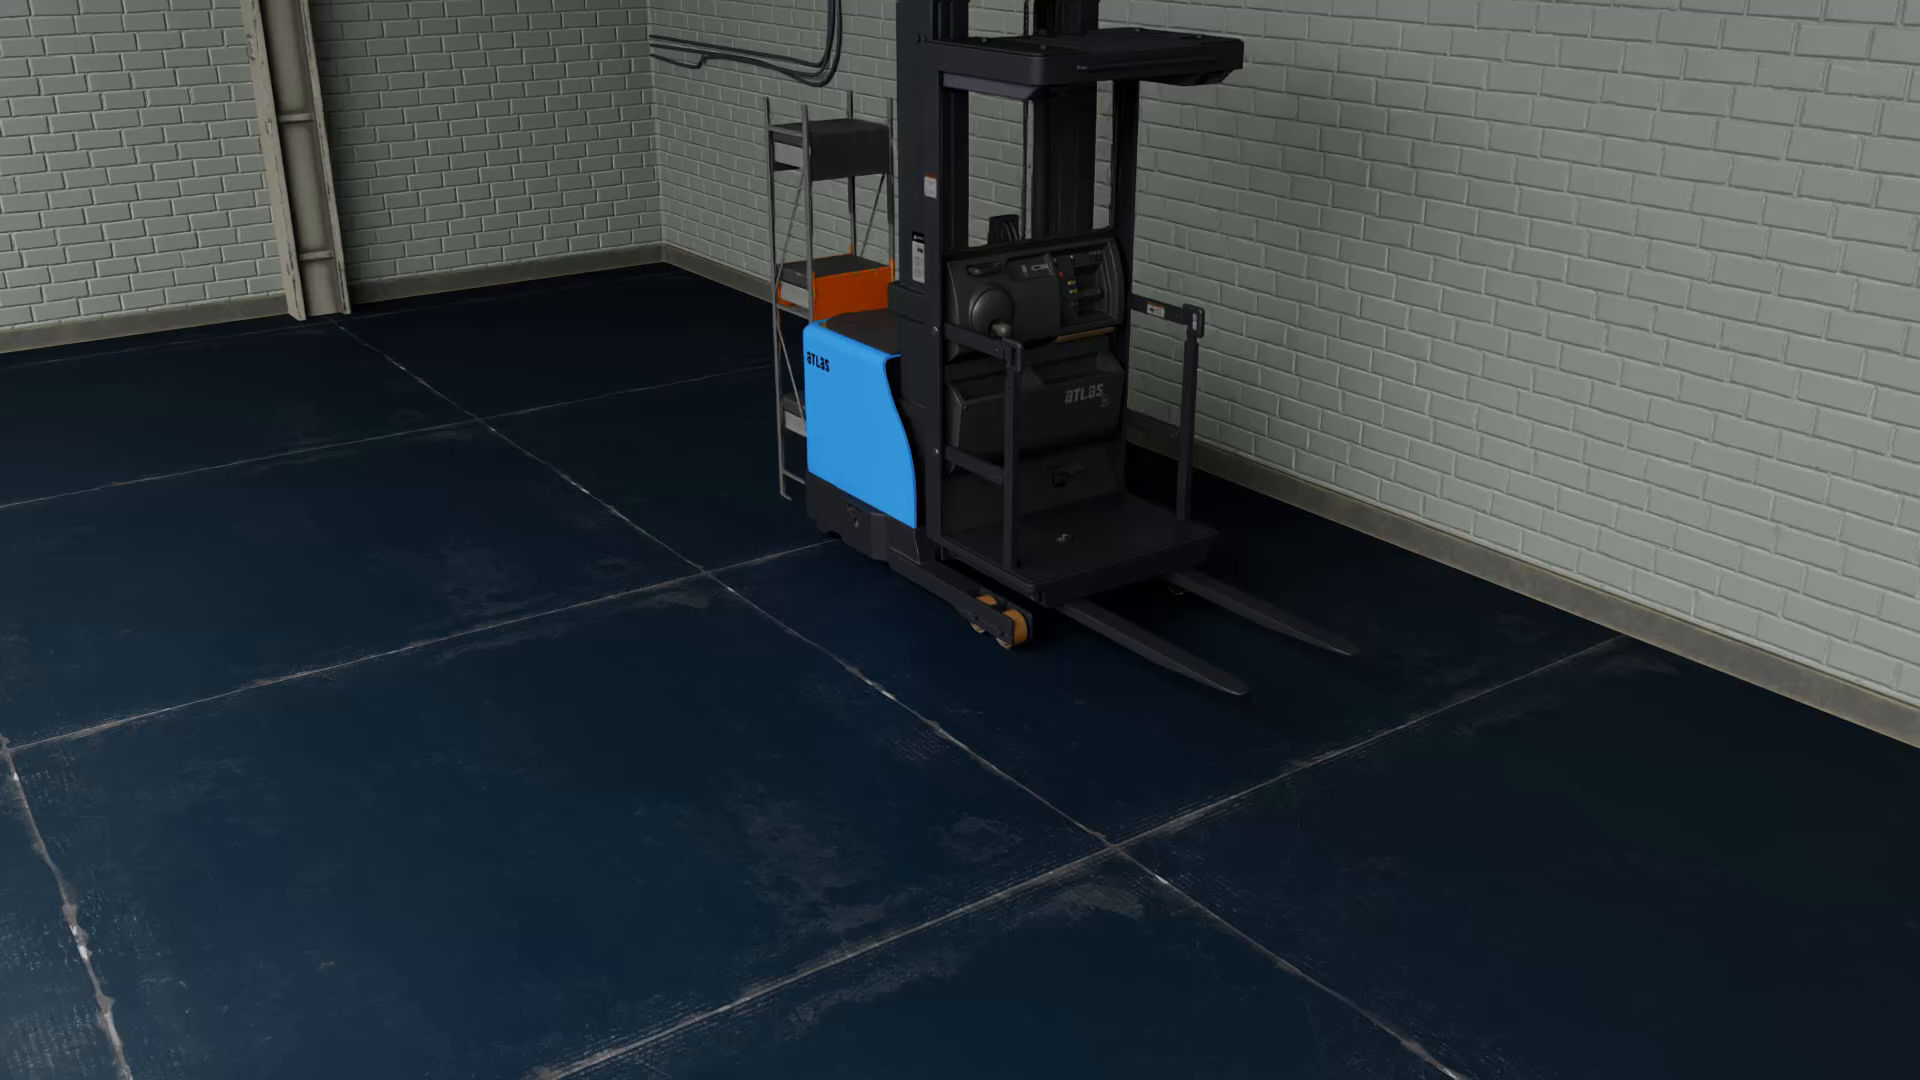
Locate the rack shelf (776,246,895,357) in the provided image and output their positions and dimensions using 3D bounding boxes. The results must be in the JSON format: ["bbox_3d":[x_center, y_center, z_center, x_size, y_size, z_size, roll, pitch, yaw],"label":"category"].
[{"bbox_3d":[-0.652,-1.200,8.607,0.480,0.518,0.431,-15,26,-33],"label":"rack shelf"}]

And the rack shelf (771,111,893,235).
[{"bbox_3d":[-0.652,-1.850,8.348,0.480,0.518,0.431,-15,26,-33],"label":"rack shelf"}]

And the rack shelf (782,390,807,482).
[{"bbox_3d":[-0.652,-0.550,8.866,0.480,0.518,0.431,-15,26,-33],"label":"rack shelf"}]

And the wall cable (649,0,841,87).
[{"bbox_3d":[-1.750,-4.720,12.272,0.112,2.526,3.097,-15,26,-33],"label":"wall cable"}]

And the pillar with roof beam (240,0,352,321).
[{"bbox_3d":[-2.399,-4.627,7.850,0.400,9.000,9.100,-15,26,-33],"label":"pillar with roof beam"}]

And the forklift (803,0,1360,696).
[{"bbox_3d":[0.467,-1.095,7.186,1.130,2.935,3.031,-15,26,-32],"label":"forklift"}]

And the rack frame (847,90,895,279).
[{"bbox_3d":[-0.454,-1.266,8.735,0.015,2.100,0.400,-15,26,-33],"label":"rack frame"}]

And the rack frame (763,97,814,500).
[{"bbox_3d":[-0.850,-1.160,8.469,0.015,2.100,0.400,-15,26,-33],"label":"rack frame"}]

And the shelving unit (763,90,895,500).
[{"bbox_3d":[-0.652,-1.213,8.602,0.503,2.100,0.431,-15,26,-33],"label":"shelving unit"}]
